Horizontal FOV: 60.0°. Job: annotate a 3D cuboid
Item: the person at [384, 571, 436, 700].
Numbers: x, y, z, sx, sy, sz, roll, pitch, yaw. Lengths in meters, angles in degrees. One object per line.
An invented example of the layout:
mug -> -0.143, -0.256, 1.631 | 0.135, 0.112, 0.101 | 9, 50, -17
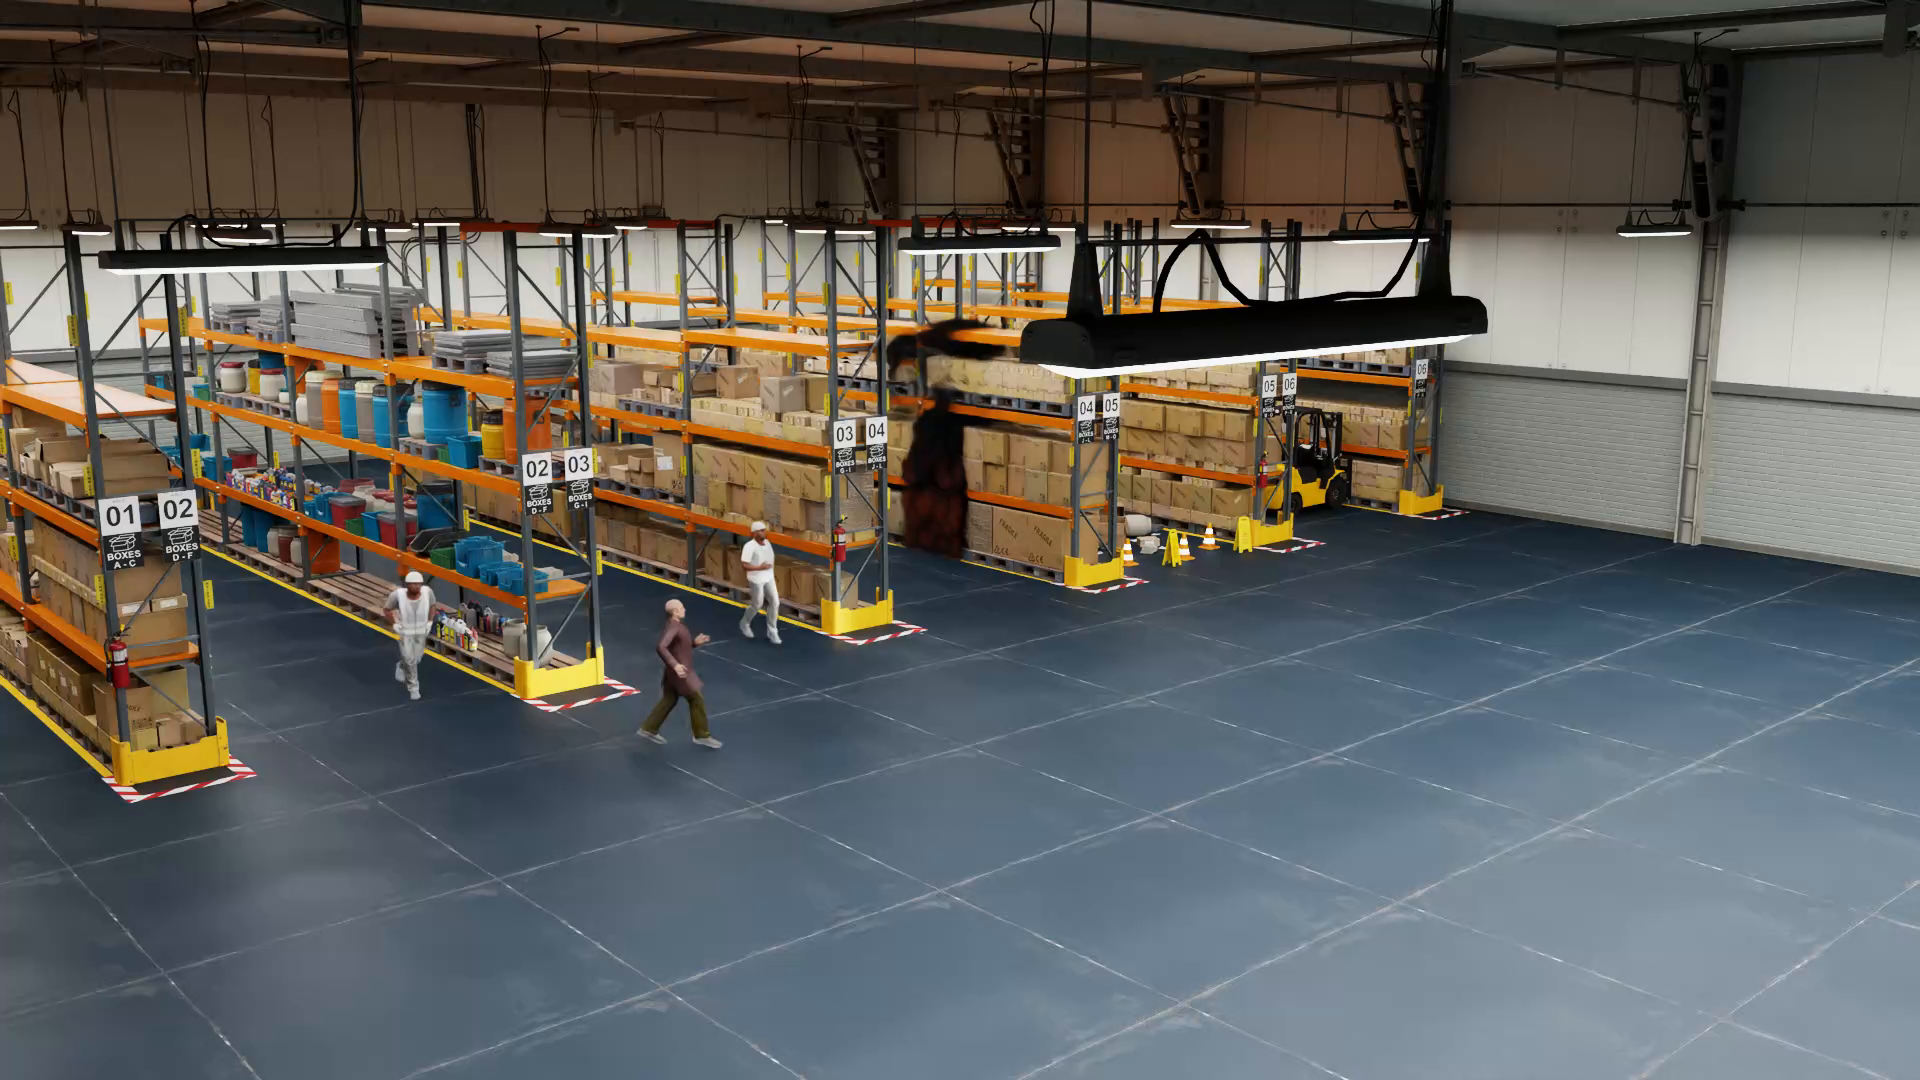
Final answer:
person -> -7.197, 1.194, 21.745 | 0.663, 1.711, 0.943 | -8, 14, -36

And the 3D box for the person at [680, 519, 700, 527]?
person -> -5.134, -1.157, 31.888 | 0.677, 1.859, 0.700 | -10, 15, -40

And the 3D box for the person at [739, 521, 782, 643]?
person -> -2.965, 0.628, 24.380 | 0.737, 1.852, 0.728 | 8, 14, 35

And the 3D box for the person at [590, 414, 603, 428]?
person -> -9.052, -2.759, 41.078 | 0.783, 1.782, 0.662 | -3, 12, -15

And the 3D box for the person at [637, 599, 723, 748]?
person -> -3.306, 1.577, 19.466 | 0.984, 1.811, 0.689 | -4, 12, -20
